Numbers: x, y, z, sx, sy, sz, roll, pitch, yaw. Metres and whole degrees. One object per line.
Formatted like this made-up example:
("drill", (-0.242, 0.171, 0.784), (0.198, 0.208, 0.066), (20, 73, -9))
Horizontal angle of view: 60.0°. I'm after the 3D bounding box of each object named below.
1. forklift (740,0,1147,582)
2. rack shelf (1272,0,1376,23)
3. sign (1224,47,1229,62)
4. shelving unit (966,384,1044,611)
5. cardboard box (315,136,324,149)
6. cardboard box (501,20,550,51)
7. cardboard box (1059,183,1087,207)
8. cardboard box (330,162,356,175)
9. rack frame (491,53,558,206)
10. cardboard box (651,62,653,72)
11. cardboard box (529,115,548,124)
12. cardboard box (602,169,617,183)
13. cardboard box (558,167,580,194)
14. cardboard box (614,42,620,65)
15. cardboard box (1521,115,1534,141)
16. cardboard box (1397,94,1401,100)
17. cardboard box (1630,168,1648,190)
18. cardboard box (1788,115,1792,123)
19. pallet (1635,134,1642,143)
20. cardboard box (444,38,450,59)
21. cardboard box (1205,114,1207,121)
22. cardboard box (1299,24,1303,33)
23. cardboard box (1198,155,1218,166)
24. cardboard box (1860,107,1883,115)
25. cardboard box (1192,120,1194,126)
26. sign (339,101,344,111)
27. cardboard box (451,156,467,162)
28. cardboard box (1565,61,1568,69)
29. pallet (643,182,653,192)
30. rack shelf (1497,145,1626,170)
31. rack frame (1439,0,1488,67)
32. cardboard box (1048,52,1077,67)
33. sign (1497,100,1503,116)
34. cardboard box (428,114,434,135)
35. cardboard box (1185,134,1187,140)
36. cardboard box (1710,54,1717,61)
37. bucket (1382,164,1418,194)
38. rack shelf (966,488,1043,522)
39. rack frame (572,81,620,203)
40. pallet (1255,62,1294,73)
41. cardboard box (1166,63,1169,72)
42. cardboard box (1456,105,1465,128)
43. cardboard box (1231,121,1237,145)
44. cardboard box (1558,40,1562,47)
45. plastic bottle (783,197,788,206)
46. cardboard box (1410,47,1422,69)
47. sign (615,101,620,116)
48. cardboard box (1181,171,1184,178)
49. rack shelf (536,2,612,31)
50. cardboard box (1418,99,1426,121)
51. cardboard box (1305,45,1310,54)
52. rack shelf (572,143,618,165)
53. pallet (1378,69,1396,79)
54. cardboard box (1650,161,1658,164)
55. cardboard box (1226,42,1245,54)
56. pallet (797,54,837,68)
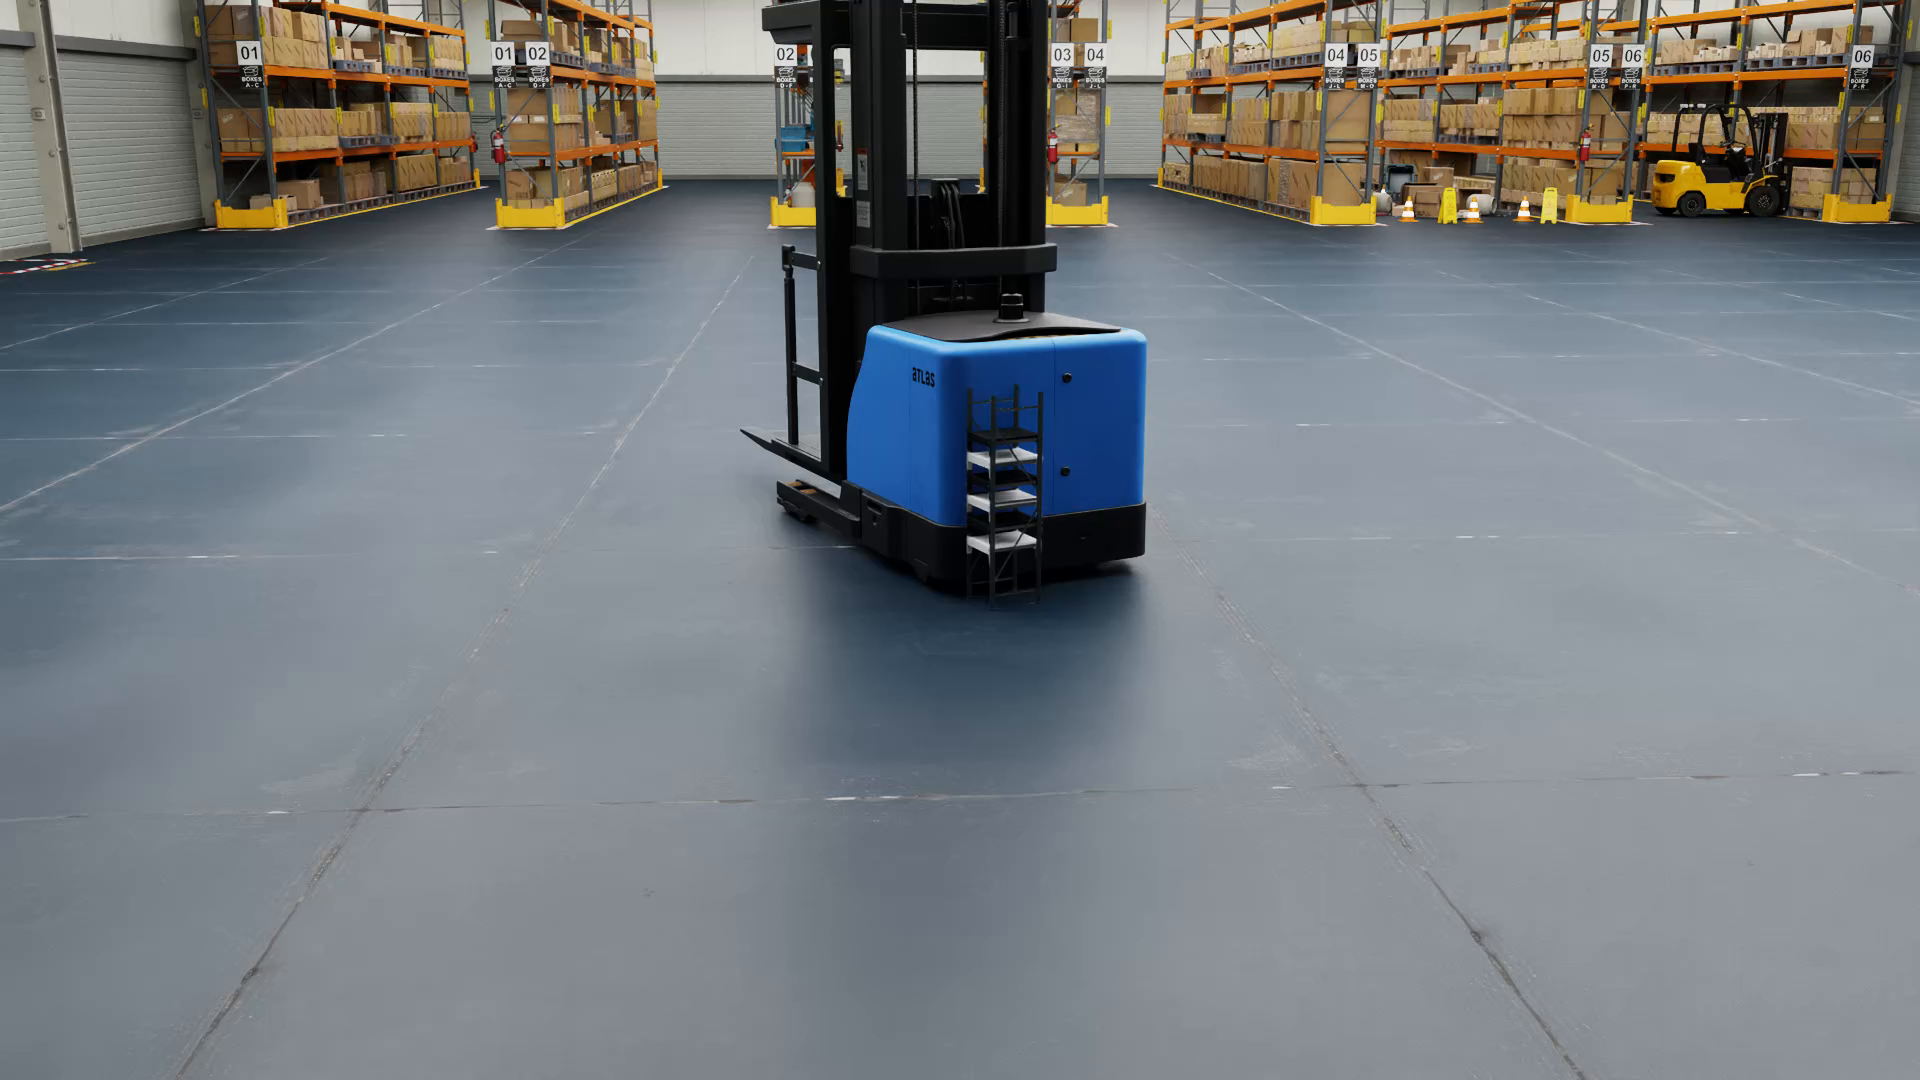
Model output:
("forklift", (-0.288, -1.559, 8.202), (1.130, 2.935, 3.031), (-7, 16, -26))
("rack shelf", (6.969, -10.192, 31.826), (1.077, 0.370, 4.000), (-1, 14, -3))
("sign", (6.056, -11.016, 37.764), (0.100, 0.325, 0.005), (-1, 14, -3))
("shelving unit", (0.184, -0.179, 6.914), (0.258, 0.900, 0.210), (-7, 16, -26))
("cardboard box", (-12.542, -7.620, 31.884), (0.500, 0.250, 0.500), (-1, 14, -4))
("cardboard box", (-7.782, -9.045, 29.809), (0.797, 0.503, 0.637), (0, 14, 0))
("cardboard box", (2.115, -6.428, 31.164), (0.500, 0.500, 0.500), (2, 15, 7))
("cardboard box", (-13.071, -7.833, 35.077), (0.500, 0.250, 0.500), (-1, 14, -5))
("rack frame", (-7.751, -7.128, 29.710), (1.000, 3.000, 0.127), (-1, 14, -3))
("cardboard box", (-8.456, -12.605, 44.277), (0.500, 0.250, 0.500), (-1, 14, -3))
("cardboard box", (-7.560, -7.591, 30.009), (0.380, 0.149, 0.250), (-1, 14, -4))
("cardboard box", (-7.968, -8.134, 37.171), (0.500, 0.311, 0.500), (-1, 14, -2))
("cardboard box", (-7.698, -6.997, 32.371), (0.500, 0.500, 0.500), (-1, 14, -3))
("cardboard box", (-8.472, -11.573, 39.722), (0.600, 0.600, 0.600), (-1, 14, -4))
("cardboard box", (11.601, -8.257, 33.300), (0.500, 0.500, 0.500), (-1, 14, -4))
("cardboard box", (11.492, -11.410, 42.844), (0.380, 0.149, 0.250), (-1, 14, -3))
("cardboard box", (16.245, -8.595, 39.584), (0.500, 0.500, 0.500), (0, 14, -2))
("cardboard box", (16.651, -8.337, 32.907), (0.380, 0.149, 0.250), (-1, 14, -4))
("pallet", (16.374, -9.575, 39.604), (1.213, 0.211, 1.003), (-1, 14, -3))
("cardboard box", (-13.277, -12.462, 42.174), (0.500, 0.500, 0.500), (-1, 14, -3))
("cardboard box", (6.051, -10.060, 39.572), (0.380, 0.149, 0.250), (-1, 14, -3))
("cardboard box", (6.655, -9.695, 31.528), (0.380, 0.149, 0.250), (-1, 14, -4))
("cardboard box", (6.167, -9.351, 41.021), (0.500, 0.250, 0.500), (0, 14, -2))
("cardboard box", (17.174, -8.104, 31.404), (0.380, 0.149, 0.250), (-1, 14, -5))
("cardboard box", (5.950, -10.308, 41.133), (0.380, 0.149, 0.250), (-1, 14, -2))
("sign", (-13.744, -9.591, 36.961), (0.100, 0.325, 0.005), (-1, 14, -3))
("cardboard box", (-13.353, -10.135, 44.269), (0.380, 0.149, 0.250), (-1, 14, -4))
("cardboard box", (11.747, -9.040, 31.627), (0.380, 0.149, 0.250), (-1, 14, -3))
("pallet", (-8.615, -9.237, 43.502), (1.003, 0.211, 1.213), (-1, 14, -3))
("rack shelf", (11.904, -7.582, 32.918), (1.077, 0.370, 4.000), (-1, 14, -3))
("rack frame", (11.532, -12.328, 37.880), (1.000, 3.000, 0.127), (-1, 14, -3))
("cardboard box", (1.853, -8.776, 30.396), (0.500, 0.250, 0.500), (-1, 14, -2))
("sign", (11.226, -8.979, 34.580), (0.100, 0.325, 0.005), (-1, 14, -3))
("cardboard box", (-13.158, -10.126, 40.525), (0.500, 0.500, 0.500), (-1, 14, -4))
("cardboard box", (5.974, -10.324, 42.635), (0.380, 0.149, 0.250), (-1, 14, -5))
("cardboard box", (16.363, -10.357, 35.700), (0.380, 0.149, 0.250), (-1, 14, -4))
("bucket", (9.155, -7.479, 34.592), (0.726, 0.611, 0.620), (4, 5, 16))
("rack shelf", (0.184, -0.146, 6.923), (0.258, 0.077, 0.200), (-7, 16, -26))
("rack frame", (-8.246, -9.117, 37.442), (1.000, 3.000, 0.127), (-1, 14, -3))
("pallet", (6.740, -9.913, 34.900), (0.805, 0.209, 1.217), (-1, 15, -6))
("cardboard box", (5.871, -12.817, 45.099), (0.500, 0.250, 0.500), (-1, 14, -3))
("cardboard box", (11.408, -9.441, 37.061), (0.500, 0.500, 0.500), (-1, 14, -2))
("cardboard box", (6.390, -9.127, 37.279), (0.500, 0.500, 0.500), (-1, 14, -4))
("cardboard box", (11.738, -9.548, 31.999), (0.380, 0.149, 0.250), (-1, 14, -5))
("plastic bottle", (-3.358, -6.511, 32.046), (0.097, 0.201, 0.097), (0, 14, 0))
("cardboard box", (11.133, -11.561, 39.876), (0.500, 0.500, 0.500), (-1, 14, -3))
("sign", (-7.693, -9.688, 37.335), (0.100, 0.325, 0.005), (-1, 14, -3))
("cardboard box", (5.950, -9.489, 43.170), (0.380, 0.149, 0.250), (-1, 14, -5))
("rack shelf", (-8.123, -10.983, 34.901), (1.077, 0.370, 4.000), (-1, 14, -3))
("cardboard box", (11.199, -10.207, 39.470), (0.500, 0.500, 0.500), (-1, 14, -2))
("cardboard box", (6.688, -9.181, 31.130), (0.380, 0.149, 0.250), (-1, 14, -3))
("rack shelf", (-8.123, -8.272, 35.599), (1.077, 0.370, 4.000), (-1, 14, -3))
("pallet", (11.244, -12.031, 42.923), (1.003, 0.211, 1.213), (-1, 14, -3))
("cardboard box", (16.775, -9.008, 39.889), (0.380, 0.149, 0.250), (0, 14, -2))
("cardboard box", (6.313, -11.289, 38.127), (0.396, 0.266, 0.258), (-1, 14, -3))
("pallet", (-2.760, -8.772, 30.459), (1.003, 0.211, 1.213), (-1, 14, -3))
